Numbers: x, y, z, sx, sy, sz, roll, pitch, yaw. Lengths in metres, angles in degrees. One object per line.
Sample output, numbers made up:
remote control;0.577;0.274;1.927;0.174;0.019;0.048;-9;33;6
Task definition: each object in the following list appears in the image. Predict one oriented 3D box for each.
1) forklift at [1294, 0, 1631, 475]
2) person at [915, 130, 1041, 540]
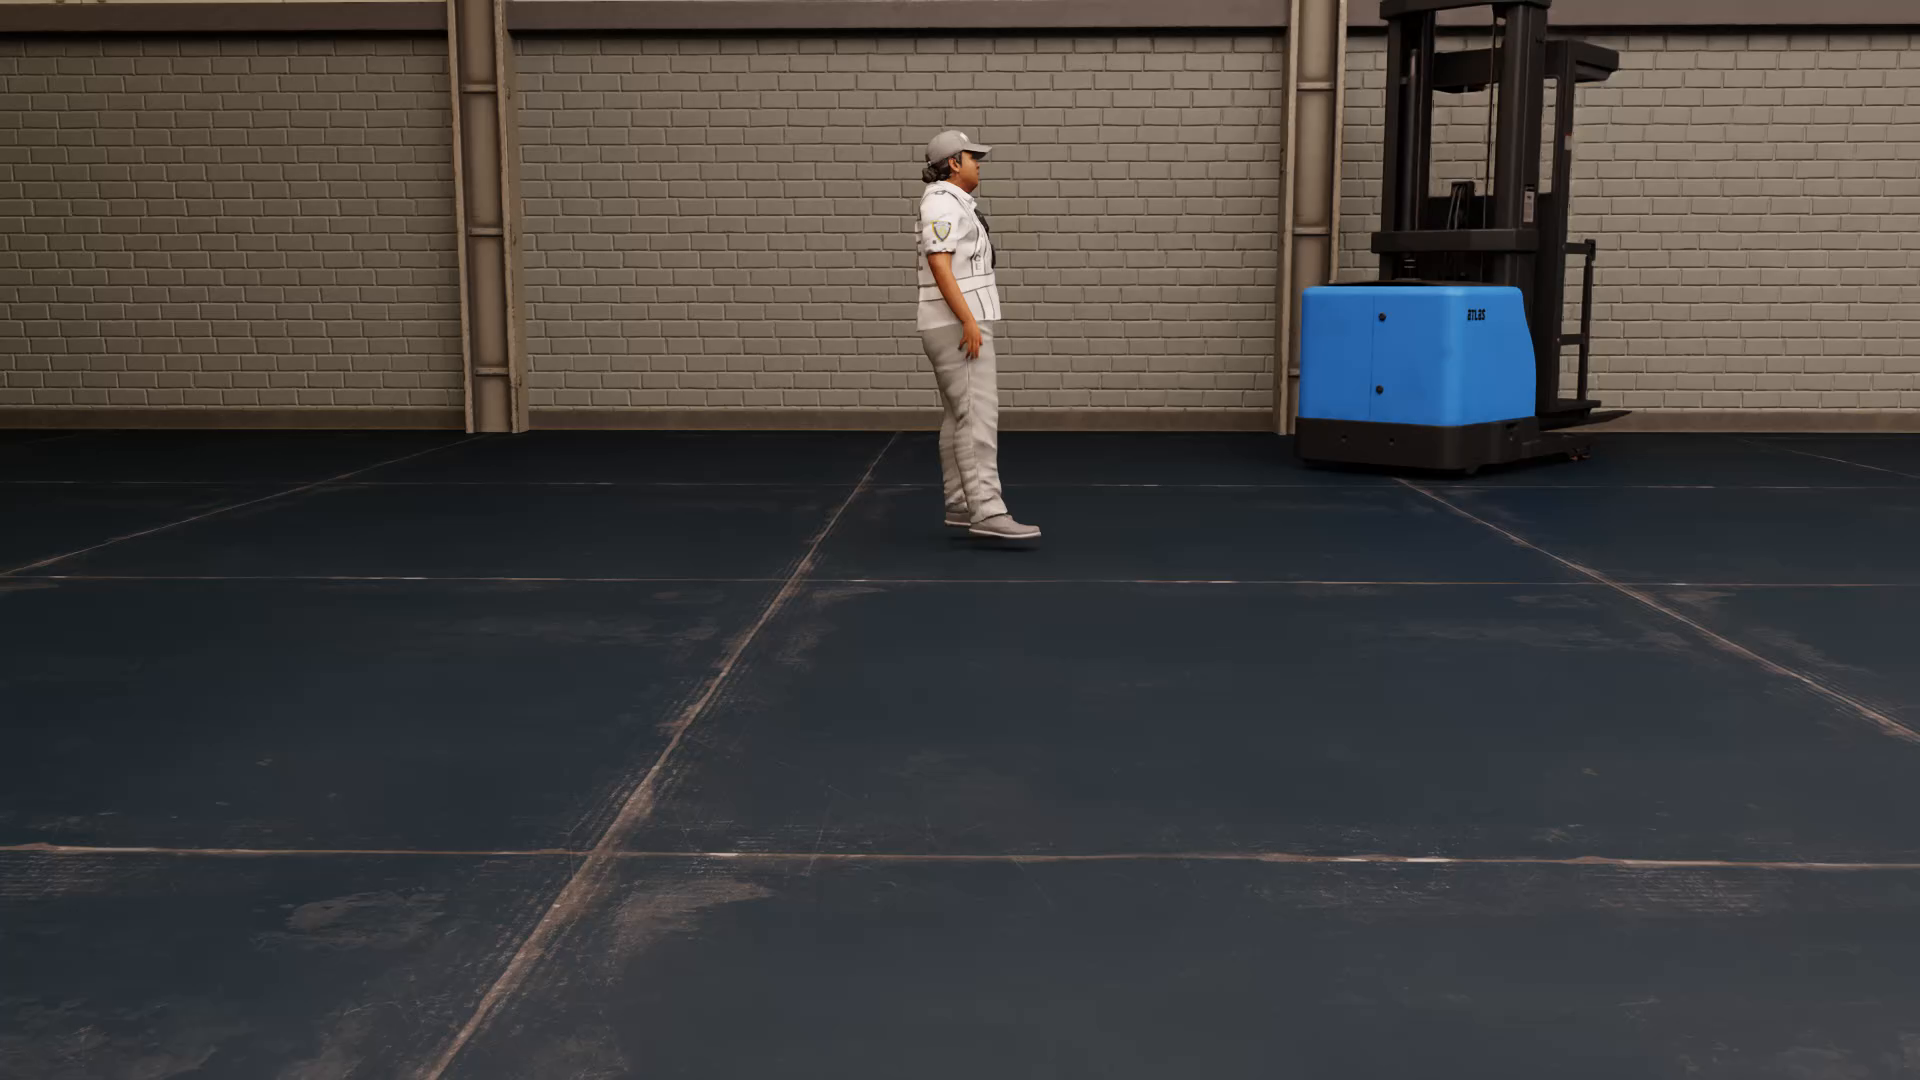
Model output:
forklift;3.351;-1.981;10.390;1.130;2.935;3.031;8;12;42
person;0.076;-0.866;6.970;0.529;1.670;0.598;0;9;1
